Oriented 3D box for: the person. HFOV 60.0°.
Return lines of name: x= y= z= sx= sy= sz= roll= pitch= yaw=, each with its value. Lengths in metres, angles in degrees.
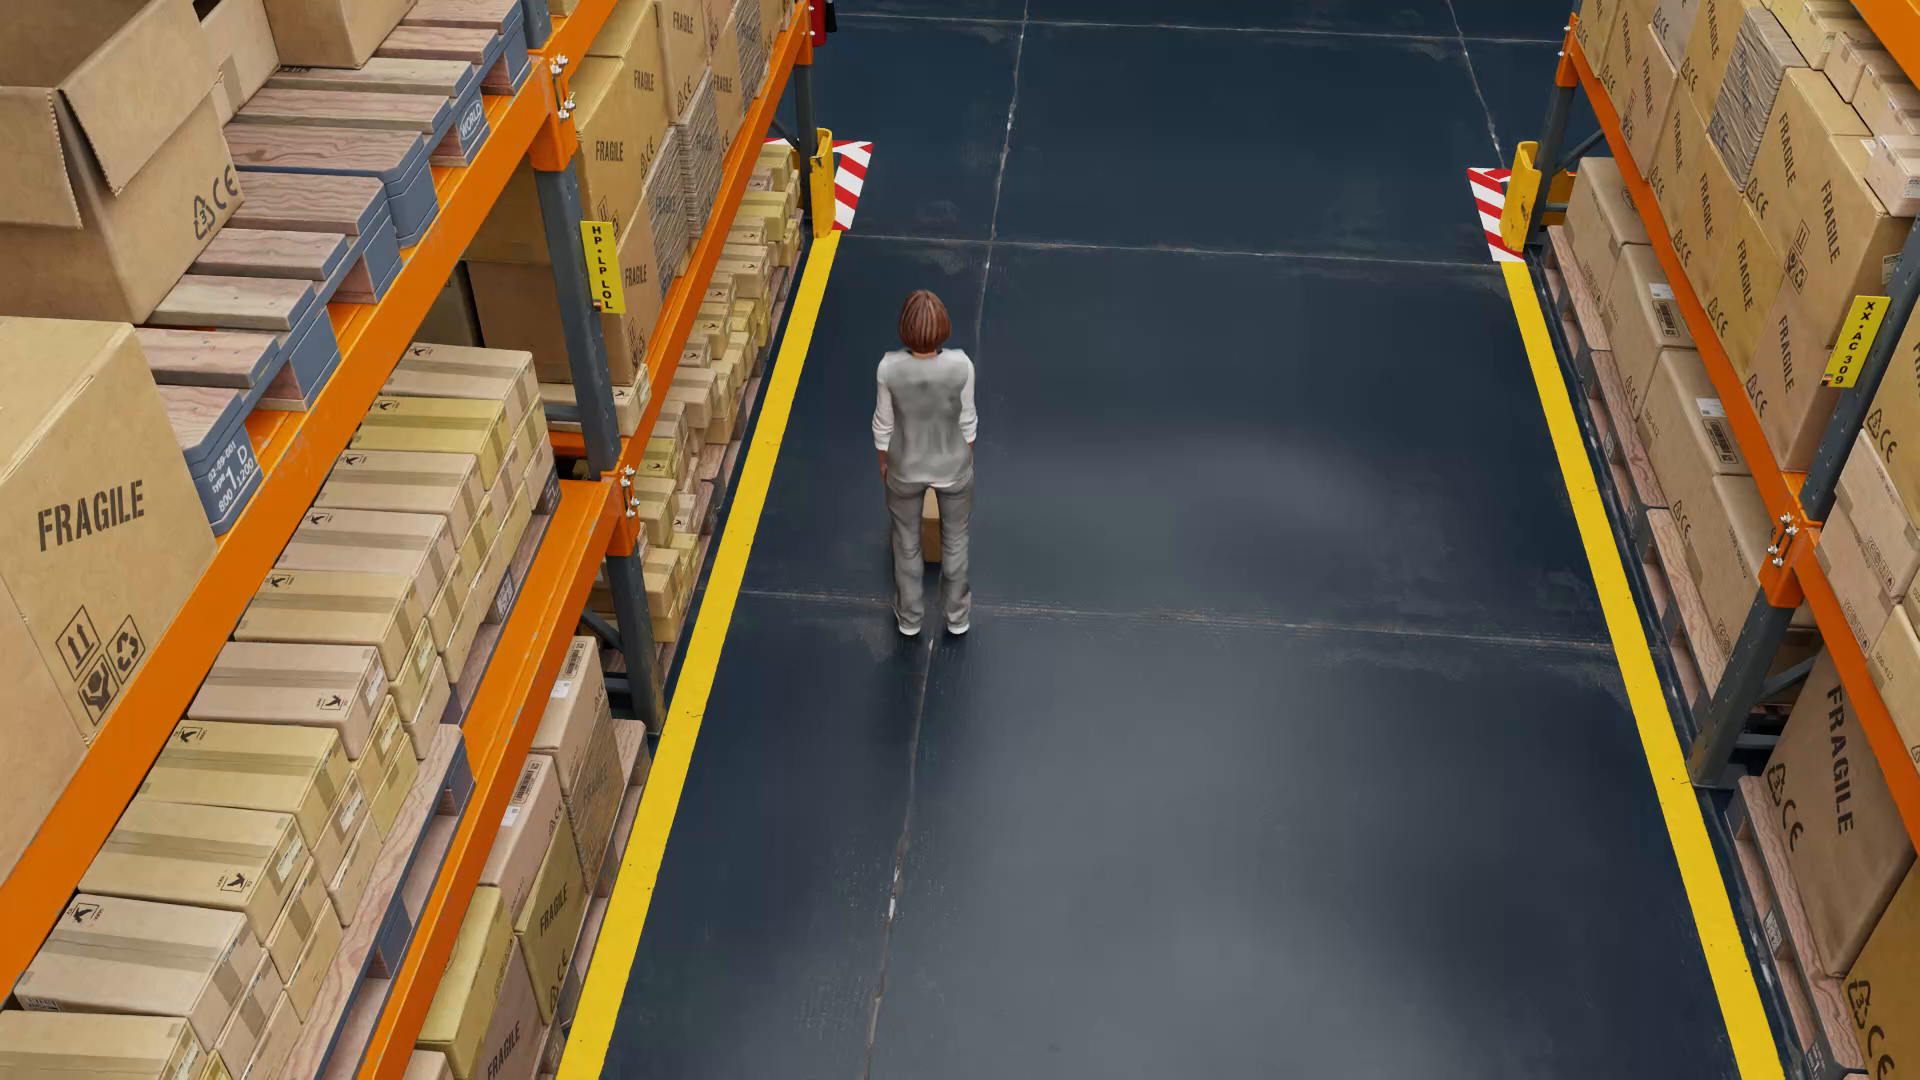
person: x=-0.136 y=-0.282 z=6.495 sx=0.404 sy=1.598 sz=0.313 roll=-1 pitch=41 yaw=-2
